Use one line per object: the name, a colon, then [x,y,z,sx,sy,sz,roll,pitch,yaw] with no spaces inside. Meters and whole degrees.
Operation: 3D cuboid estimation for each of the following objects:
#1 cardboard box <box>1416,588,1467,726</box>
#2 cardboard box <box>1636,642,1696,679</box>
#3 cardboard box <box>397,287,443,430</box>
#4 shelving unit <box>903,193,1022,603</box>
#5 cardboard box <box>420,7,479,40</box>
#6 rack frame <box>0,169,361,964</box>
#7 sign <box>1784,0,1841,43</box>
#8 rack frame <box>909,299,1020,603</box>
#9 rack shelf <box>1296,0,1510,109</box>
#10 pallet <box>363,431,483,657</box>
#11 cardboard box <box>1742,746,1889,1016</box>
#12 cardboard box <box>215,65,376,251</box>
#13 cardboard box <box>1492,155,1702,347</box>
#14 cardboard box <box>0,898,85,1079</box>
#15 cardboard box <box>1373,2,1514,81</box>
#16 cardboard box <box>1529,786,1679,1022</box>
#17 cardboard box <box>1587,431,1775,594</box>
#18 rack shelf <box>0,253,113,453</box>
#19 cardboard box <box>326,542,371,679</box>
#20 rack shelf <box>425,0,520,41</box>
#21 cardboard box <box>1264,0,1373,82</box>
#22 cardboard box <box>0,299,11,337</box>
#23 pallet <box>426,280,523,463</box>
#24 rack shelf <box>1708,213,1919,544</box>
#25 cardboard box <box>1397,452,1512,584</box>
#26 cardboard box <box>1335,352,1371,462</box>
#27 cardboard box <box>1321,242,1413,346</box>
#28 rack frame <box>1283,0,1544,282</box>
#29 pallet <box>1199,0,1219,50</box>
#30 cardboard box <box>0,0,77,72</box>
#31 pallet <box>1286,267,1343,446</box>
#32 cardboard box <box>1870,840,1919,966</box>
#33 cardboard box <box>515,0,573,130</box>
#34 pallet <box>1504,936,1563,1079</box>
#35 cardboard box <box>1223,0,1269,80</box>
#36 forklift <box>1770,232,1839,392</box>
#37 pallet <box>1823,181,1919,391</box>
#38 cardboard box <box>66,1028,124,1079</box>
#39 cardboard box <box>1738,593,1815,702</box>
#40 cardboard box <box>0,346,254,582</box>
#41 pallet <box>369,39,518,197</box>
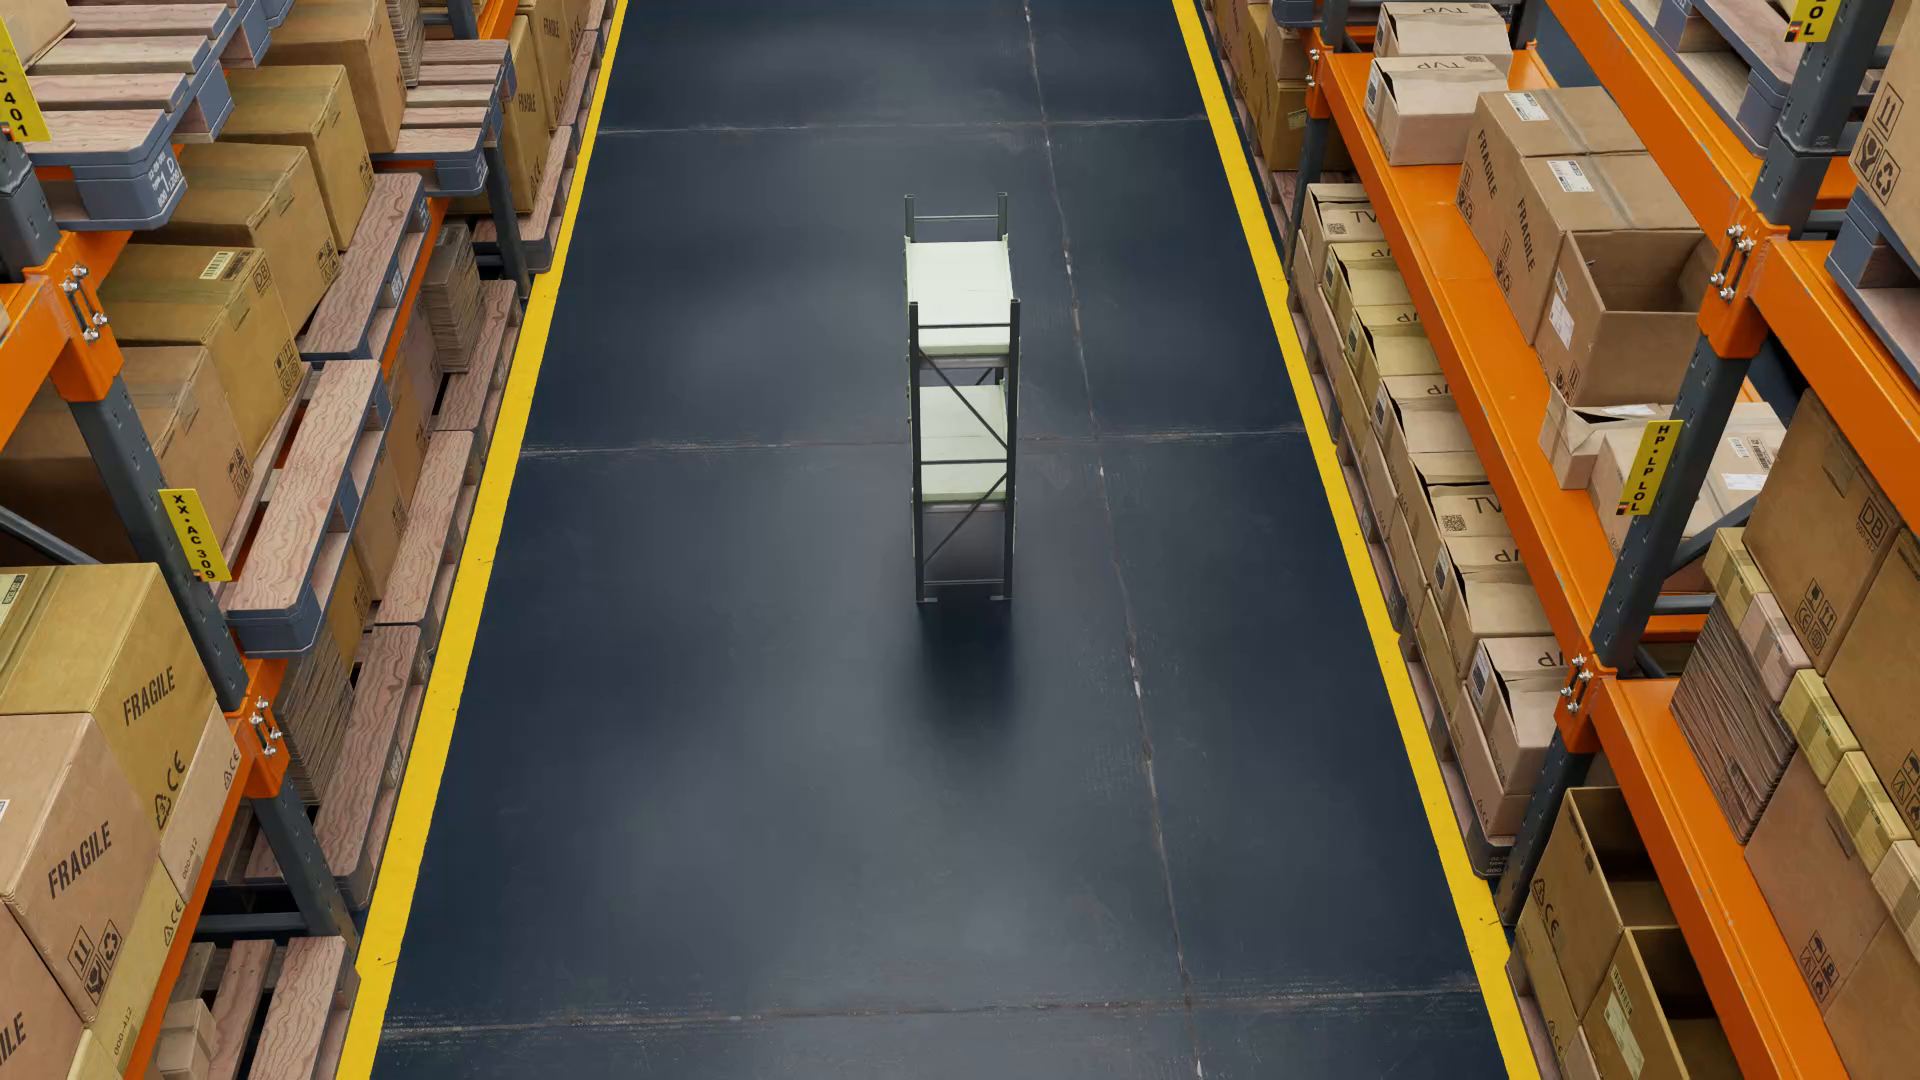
cardboard box: [2.056,0.431,6.284,0.500,0.250,0.500,-2,43,-2]
cardboard box: [2.614,0.552,5.738,0.500,0.311,0.500,-2,43,-2]
cardboard box: [-2.748,-0.775,7.400,0.700,0.500,0.500,-2,43,-2]
shelving unit: [0.000,-0.548,6.738,0.431,1.500,0.755,-2,43,-2]
cardboard box: [-2.519,-2.514,7.944,0.380,0.149,0.250,-2,43,-2]
rack frame: [-2.566,0.330,4.670,1.000,3.000,0.127,-2,43,-2]
sign: [1.841,-1.205,3.509,0.100,0.325,0.005,-2,43,-2]
rack frame: [0.016,-0.301,6.469,0.400,1.500,0.023,-2,43,-2]
rack shelf: [2.128,-3.600,9.490,1.077,0.370,4.000,-2,43,-2]
pallet: [-2.656,0.007,7.086,1.003,0.211,1.213,-2,43,-2]
cardboard box: [2.437,0.804,4.079,0.700,0.500,0.500,-2,43,-2]
cardboard box: [-2.631,-1.412,6.171,0.700,0.500,0.500,-2,43,-2]
cardboard box: [2.323,-1.064,6.117,0.500,0.500,0.500,-2,43,-2]
cardboard box: [-2.200,1.089,3.383,0.500,0.500,0.500,-3,43,-3]
cardboard box: [2.185,-2.235,7.535,0.500,0.311,0.500,1,43,1]
cardboard box: [2.089,1.090,5.010,0.500,0.500,0.500,-2,43,-2]
cardboard box: [2.318,-0.090,5.240,0.500,0.250,0.500,1,43,1]
rack shelf: [-2.482,0.840,2.426,1.077,0.370,4.000,-2,43,-2]
cardboard box: [-2.686,0.246,6.286,0.700,0.500,0.500,-2,43,-3]
rack shelf: [-2.821,-3.455,9.332,1.077,0.370,4.000,-2,43,-2]
cardboard box: [1.932,-2.694,8.939,0.500,0.250,0.500,0,43,0]
cardboard box: [-2.298,-0.484,3.250,0.500,0.500,0.500,-1,43,-1]
pallet: [-2.705,-0.815,7.982,1.003,0.211,1.213,-2,43,-2]
rack shelf: [2.468,0.695,2.584,1.077,0.370,4.000,-2,43,-2]
cardboard box: [2.032,-0.116,6.465,0.500,0.311,0.500,-2,43,-2]
cardboard box: [1.992,-0.604,7.413,0.500,0.250,0.500,-3,43,-3]
cardboard box: [1.972,-1.146,7.590,0.500,0.311,0.500,-3,43,-3]
rack frame: [2.213,-2.515,7.774,1.000,3.000,0.127,-2,43,-2]
pallet: [2.115,-3.639,11.064,1.003,0.211,1.213,-2,43,-2]
cardboard box: [-2.510,-1.339,3.886,0.500,0.500,0.500,4,43,4]
pallet: [2.209,-0.930,8.108,1.003,0.211,1.213,-2,43,-2]
cardboard box: [2.245,0.786,3.618,0.380,0.149,0.250,-3,43,-3]
cardboard box: [-2.667,-2.824,9.391,0.750,0.750,0.750,-2,43,-2]
pallet: [2.375,1.752,5.183,1.003,0.211,1.213,-2,43,-2]
cardboard box: [1.888,-3.084,9.919,0.500,0.500,0.500,-3,43,-3]
forklift: [4.610,-2.105,7.377,1.130,2.935,3.031,3,43,3]
pallet: [2.445,-0.312,3.217,1.003,0.211,1.213,-2,43,-2]
cardboard box: [-2.194,1.365,3.637,0.500,0.250,0.500,-2,43,-2]
cardboard box: [2.211,0.266,4.186,0.380,0.149,0.250,-1,43,-1]
cardboard box: [-2.554,-0.213,4.863,0.700,0.500,0.500,-2,43,-2]
pallet: [-2.600,-1.821,7.159,1.213,0.211,1.003,-2,43,-2]
